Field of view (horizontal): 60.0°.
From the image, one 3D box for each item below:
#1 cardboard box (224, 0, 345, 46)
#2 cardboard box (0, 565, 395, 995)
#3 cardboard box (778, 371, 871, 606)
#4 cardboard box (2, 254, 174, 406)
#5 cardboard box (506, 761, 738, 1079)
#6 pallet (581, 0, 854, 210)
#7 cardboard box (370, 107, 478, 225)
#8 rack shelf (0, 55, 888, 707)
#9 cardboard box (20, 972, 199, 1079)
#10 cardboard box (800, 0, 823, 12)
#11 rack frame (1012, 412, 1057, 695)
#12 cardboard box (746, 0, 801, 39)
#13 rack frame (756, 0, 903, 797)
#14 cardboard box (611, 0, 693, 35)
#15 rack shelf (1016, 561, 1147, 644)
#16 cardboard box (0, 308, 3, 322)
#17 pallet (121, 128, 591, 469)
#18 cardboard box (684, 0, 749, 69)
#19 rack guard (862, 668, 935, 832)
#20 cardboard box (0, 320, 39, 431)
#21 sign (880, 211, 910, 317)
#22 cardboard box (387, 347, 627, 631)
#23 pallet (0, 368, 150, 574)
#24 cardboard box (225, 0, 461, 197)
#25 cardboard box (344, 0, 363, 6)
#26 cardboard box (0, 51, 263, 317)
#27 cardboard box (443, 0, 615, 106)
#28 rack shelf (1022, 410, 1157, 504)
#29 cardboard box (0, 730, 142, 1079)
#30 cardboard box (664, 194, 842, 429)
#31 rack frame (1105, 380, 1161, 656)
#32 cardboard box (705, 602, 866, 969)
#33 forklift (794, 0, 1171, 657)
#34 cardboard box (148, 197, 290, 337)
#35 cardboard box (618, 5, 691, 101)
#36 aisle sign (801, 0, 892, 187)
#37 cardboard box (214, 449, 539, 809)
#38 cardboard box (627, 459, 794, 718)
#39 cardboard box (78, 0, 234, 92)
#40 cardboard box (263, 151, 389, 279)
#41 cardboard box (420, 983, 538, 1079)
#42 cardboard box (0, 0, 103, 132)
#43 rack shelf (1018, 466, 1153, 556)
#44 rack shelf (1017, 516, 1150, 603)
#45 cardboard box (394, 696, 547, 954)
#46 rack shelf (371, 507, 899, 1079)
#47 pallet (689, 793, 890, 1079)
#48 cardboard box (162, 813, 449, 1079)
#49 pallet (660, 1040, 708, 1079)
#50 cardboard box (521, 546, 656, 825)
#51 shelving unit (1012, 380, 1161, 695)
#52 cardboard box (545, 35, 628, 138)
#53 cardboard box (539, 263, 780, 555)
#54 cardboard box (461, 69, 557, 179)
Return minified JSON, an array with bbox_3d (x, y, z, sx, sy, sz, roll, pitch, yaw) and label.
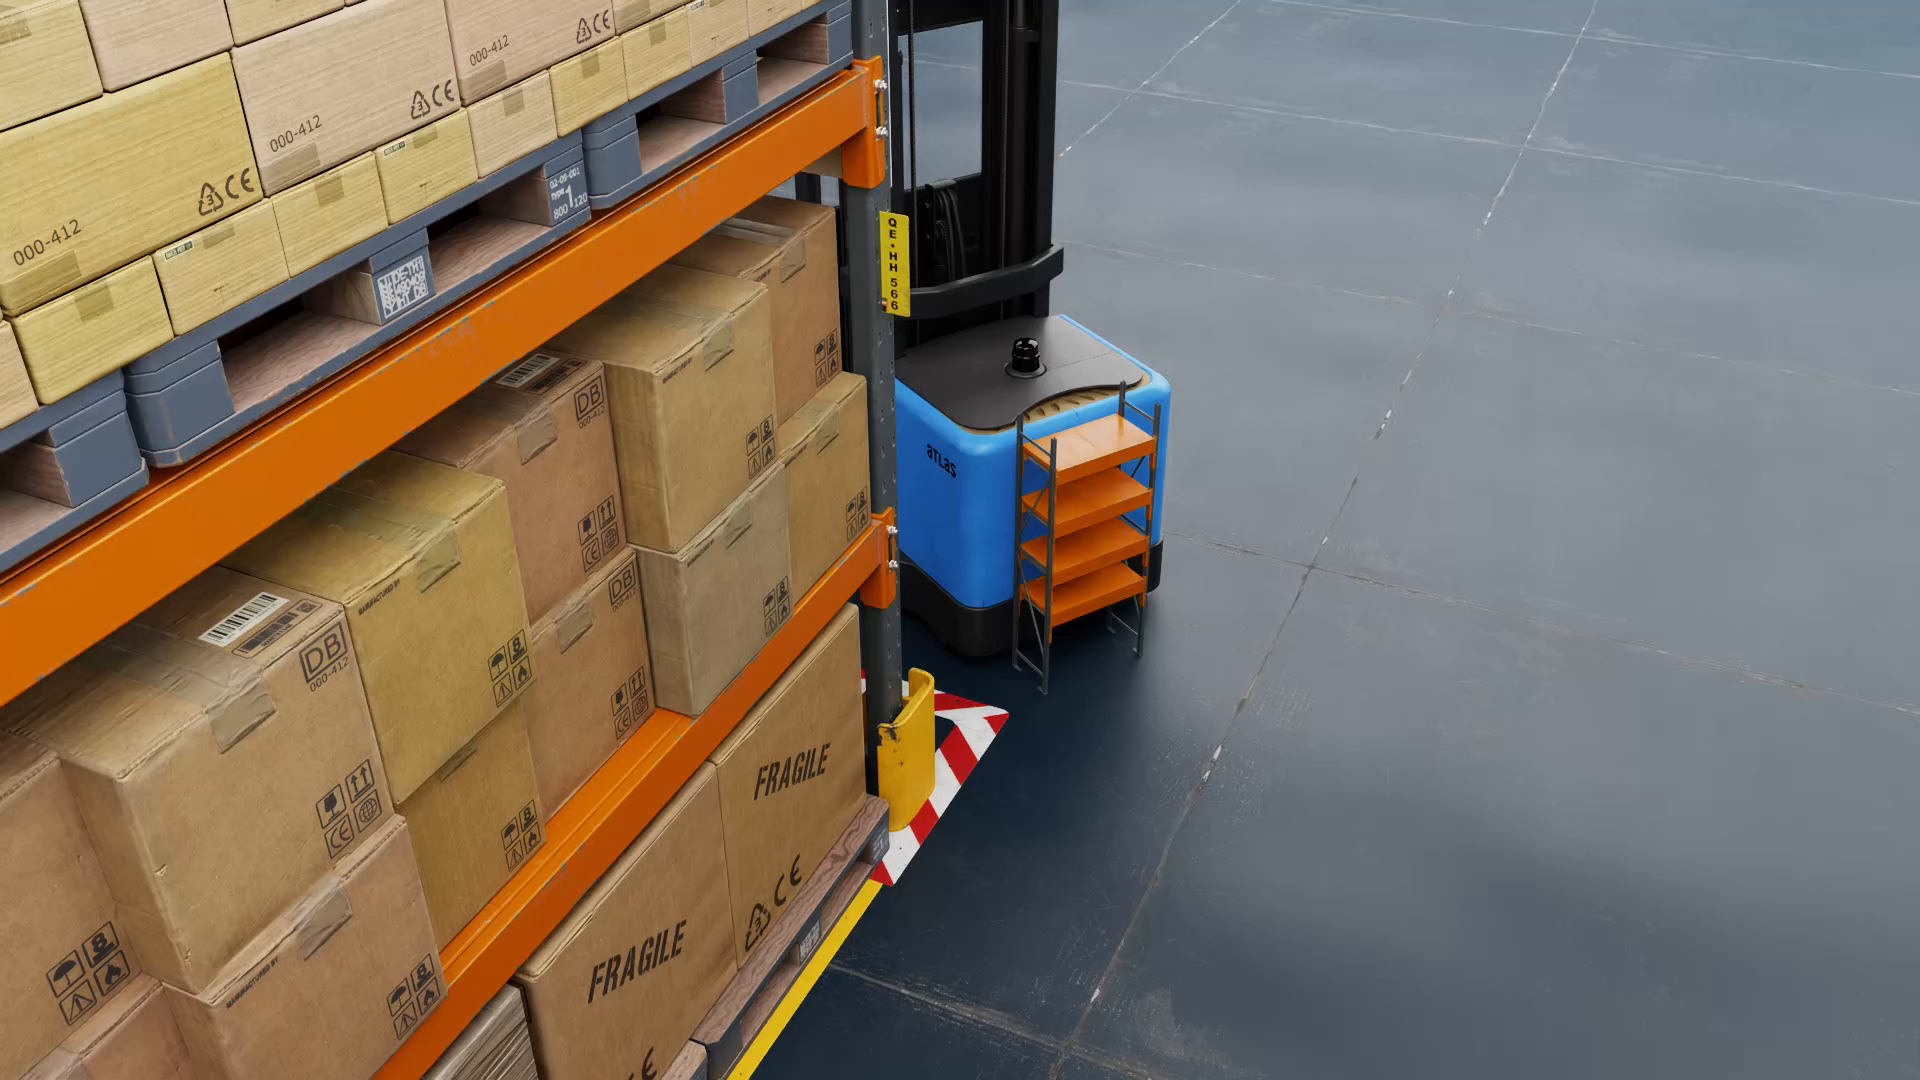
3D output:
[{"bbox_3d":[-1.262,-0.946,2.749,0.380,0.149,0.250,14,36,20],"label":"cardboard box"},{"bbox_3d":[-1.698,0.387,3.302,0.875,0.550,0.550,14,36,20],"label":"cardboard box"},{"bbox_3d":[-0.800,-0.244,5.250,0.875,0.550,0.550,14,36,20],"label":"cardboard box"},{"bbox_3d":[-1.474,-0.362,2.586,0.380,0.149,0.250,14,36,20],"label":"cardboard box"},{"bbox_3d":[-1.276,1.128,4.849,0.875,0.875,0.875,14,36,20],"label":"cardboard box"},{"bbox_3d":[-0.986,-1.222,4.224,1.003,0.211,1.213,14,36,20],"label":"pallet"},{"bbox_3d":[-1.155,-0.741,3.163,0.380,0.149,0.250,15,36,21],"label":"cardboard box"},{"bbox_3d":[-1.522,-0.334,3.445,1.077,0.370,4.000,14,36,20],"label":"rack shelf"},{"bbox_3d":[-2.006,1.087,3.220,0.875,0.550,0.550,14,36,20],"label":"cardboard box"},{"bbox_3d":[-0.517,-1.500,4.322,0.380,0.149,0.250,14,36,20],"label":"cardboard box"},{"bbox_3d":[0.287,0.075,6.541,0.015,1.200,0.240,-19,38,-27],"label":"rack frame"},{"bbox_3d":[-0.623,-1.375,4.131,0.380,0.149,0.250,14,36,21],"label":"cardboard box"},{"bbox_3d":[-0.686,-0.377,5.589,1.000,3.000,0.127,14,36,20],"label":"rack frame"},{"bbox_3d":[-0.847,-1.353,3.734,0.500,0.250,0.500,14,36,21],"label":"cardboard box"},{"bbox_3d":[0.493,0.225,6.797,0.480,0.148,0.258,-19,38,-27],"label":"rack shelf"},{"bbox_3d":[-1.691,-0.349,2.203,0.500,0.250,0.500,14,36,20],"label":"cardboard box"},{"bbox_3d":[-1.496,-0.612,3.294,1.003,0.211,1.213,14,36,20],"label":"pallet"},{"bbox_3d":[-0.730,-1.247,3.935,0.380,0.149,0.250,15,36,21],"label":"cardboard box"},{"bbox_3d":[-0.676,0.657,6.293,1.175,0.500,0.348,14,36,20],"label":"rack guard"},{"bbox_3d":[-1.581,-0.233,2.389,0.380,0.149,0.250,14,36,20],"label":"cardboard box"},{"bbox_3d":[-0.199,-0.829,5.006,0.100,0.325,0.005,14,36,20],"label":"sign"},{"bbox_3d":[-1.380,-0.172,4.156,0.875,0.550,0.550,14,36,20],"label":"cardboard box"},{"bbox_3d":[-2.007,-0.007,2.370,1.003,0.211,1.213,14,36,20],"label":"pallet"},{"bbox_3d":[-1.269,-0.853,2.971,0.500,0.250,0.500,15,36,21],"label":"cardboard box"},{"bbox_3d":[-1.156,-1.072,2.941,0.380,0.149,0.250,14,36,21],"label":"cardboard box"},{"bbox_3d":[-1.480,-0.600,2.586,0.500,0.250,0.500,14,36,20],"label":"cardboard box"},{"bbox_3d":[-1.057,-1.104,3.353,0.500,0.250,0.500,14,36,20],"label":"cardboard box"},{"bbox_3d":[0.493,-0.326,6.436,0.480,0.148,0.258,-19,38,-27],"label":"rack shelf"},{"bbox_3d":[-2.049,0.625,2.940,0.875,0.550,0.550,14,36,20],"label":"cardboard box"},{"bbox_3d":[-0.876,-0.715,4.984,0.875,0.550,0.550,14,36,20],"label":"cardboard box"},{"bbox_3d":[0.698,-0.070,6.762,0.015,1.200,0.240,-19,38,-27],"label":"rack frame"},{"bbox_3d":[-0.909,0.689,5.518,0.875,0.875,0.875,14,36,21],"label":"cardboard box"},{"bbox_3d":[-0.336,-1.513,7.384,1.130,2.935,3.031,-19,38,-27],"label":"forklift"},{"bbox_3d":[-1.367,-0.489,2.780,0.380,0.149,0.250,14,36,21],"label":"cardboard box"},{"bbox_3d":[-0.836,-1.121,3.744,0.380,0.149,0.250,15,36,21],"label":"cardboard box"},{"bbox_3d":[-0.383,-1.430,4.825,0.394,0.787,0.004,14,36,20],"label":"aisle sign"},{"bbox_3d":[-1.484,0.122,3.708,0.875,0.550,0.500,14,36,20],"label":"cardboard box"},{"bbox_3d":[-1.010,0.035,4.825,0.875,0.550,0.550,14,36,20],"label":"cardboard box"},{"bbox_3d":[-1.367,-0.822,2.561,0.380,0.149,0.250,14,36,20],"label":"cardboard box"},{"bbox_3d":[-1.262,-0.612,2.968,0.380,0.149,0.250,15,36,21],"label":"cardboard box"},{"bbox_3d":[-1.659,1.581,4.158,0.875,0.875,0.875,14,36,21],"label":"cardboard box"},{"bbox_3d":[-1.473,-0.696,2.369,0.380,0.149,0.250,15,36,21],"label":"cardboard box"},{"bbox_3d":[0.493,-0.128,6.566,0.480,0.148,0.258,-19,38,-27],"label":"rack shelf"},{"bbox_3d":[0.493,0.059,6.688,0.480,0.148,0.258,-19,38,-27],"label":"rack shelf"},{"bbox_3d":[-1.542,0.558,4.026,0.875,0.550,0.500,14,36,20],"label":"cardboard box"},{"bbox_3d":[-1.522,0.920,4.267,1.077,0.370,4.000,14,36,20],"label":"rack shelf"},{"bbox_3d":[-0.949,1.206,5.719,1.003,0.211,1.213,14,36,20],"label":"pallet"},{"bbox_3d":[-1.673,0.845,3.589,0.875,0.550,0.550,14,36,20],"label":"cardboard box"},{"bbox_3d":[-1.461,1.811,4.796,1.003,0.211,1.213,14,36,20],"label":"pallet"},{"bbox_3d":[-1.358,0.285,4.443,0.875,0.550,0.550,14,36,20],"label":"cardboard box"},{"bbox_3d":[0.493,0.003,6.651,0.503,1.200,0.258,-19,38,-27],"label":"shelving unit"},{"bbox_3d":[-0.943,-0.993,3.548,0.380,0.149,0.250,14,36,20],"label":"cardboard box"},{"bbox_3d":[-1.022,-0.420,4.533,0.875,0.550,0.550,14,36,20],"label":"cardboard box"},{"bbox_3d":[-1.049,-0.867,3.357,0.380,0.149,0.250,14,36,21],"label":"cardboard box"}]
